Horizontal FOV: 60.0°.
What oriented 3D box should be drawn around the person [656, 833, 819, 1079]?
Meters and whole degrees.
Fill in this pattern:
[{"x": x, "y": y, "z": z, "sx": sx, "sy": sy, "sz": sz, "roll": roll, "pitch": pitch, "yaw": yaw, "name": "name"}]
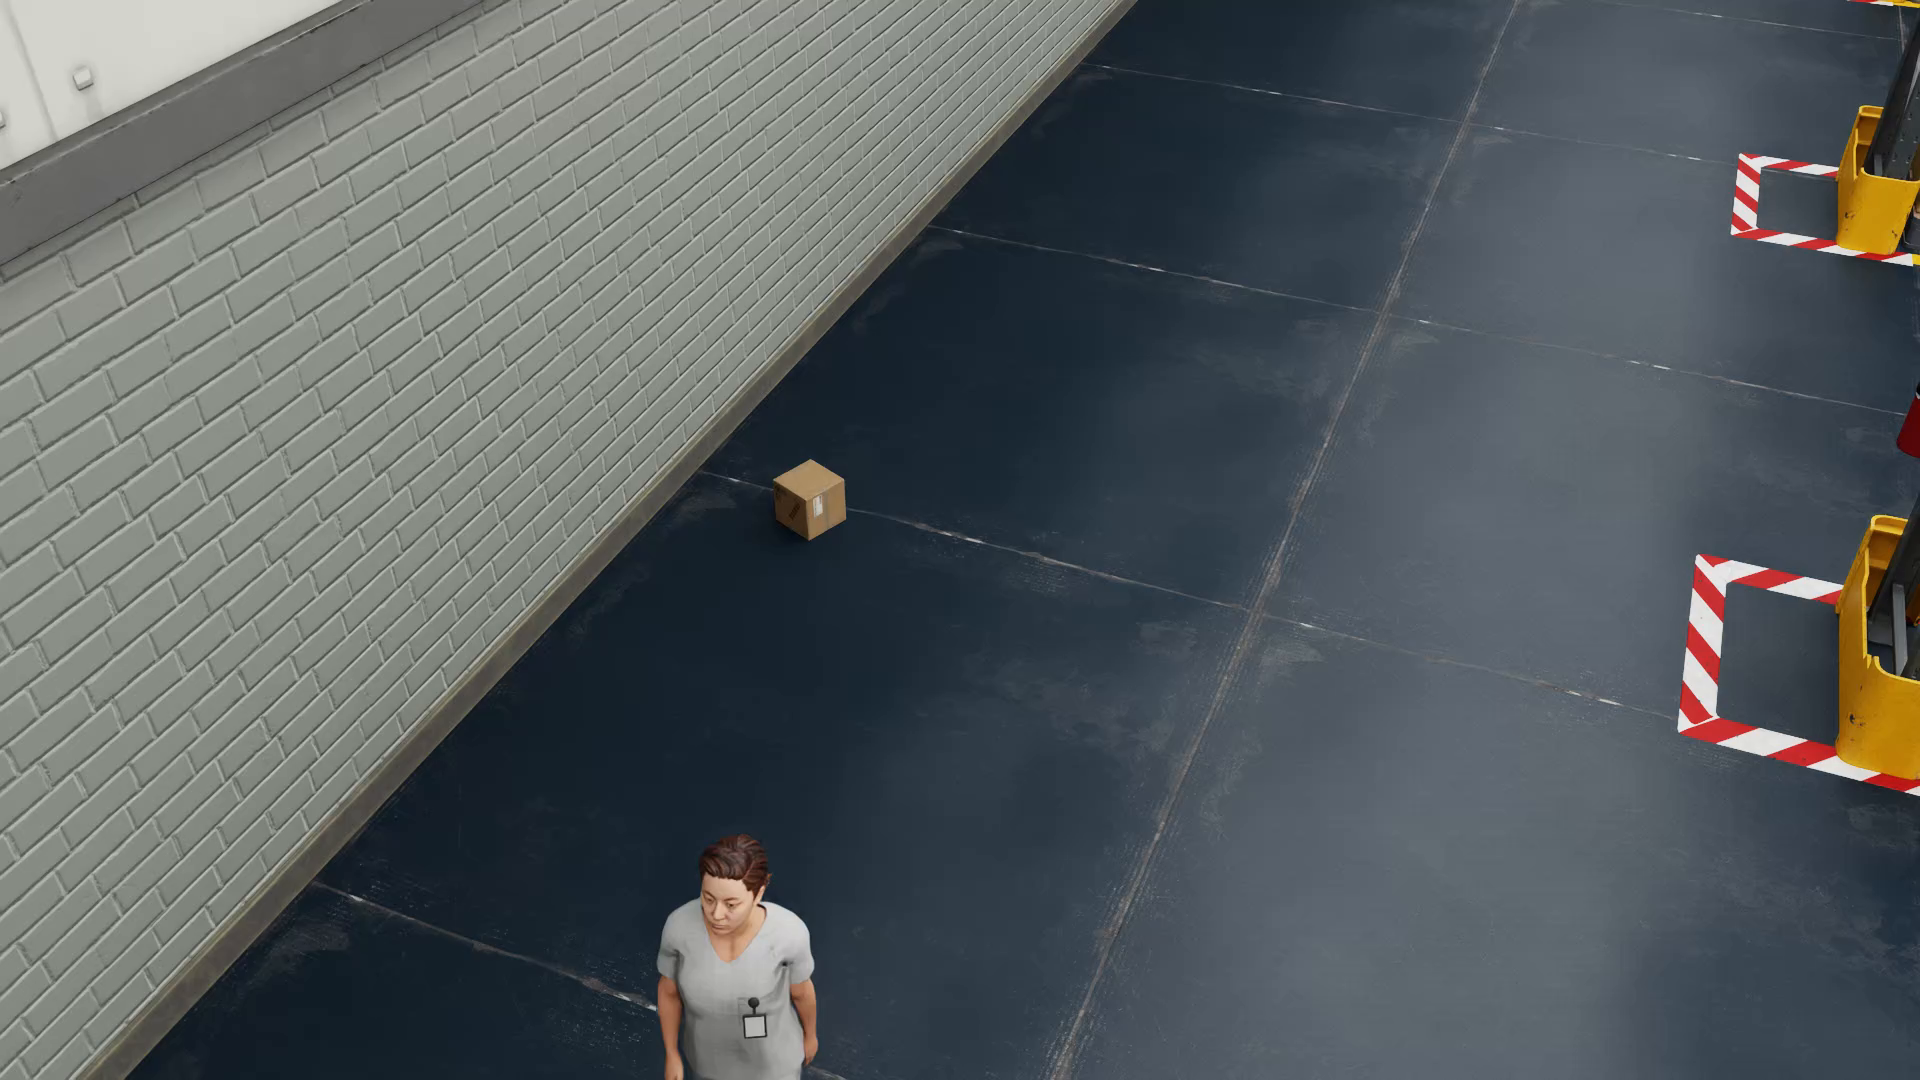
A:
[{"x": -0.641, "y": 1.468, "z": 4.909, "sx": 0.446, "sy": 1.635, "sz": 0.907, "roll": 6, "pitch": 38, "yaw": 7, "name": "person"}]
